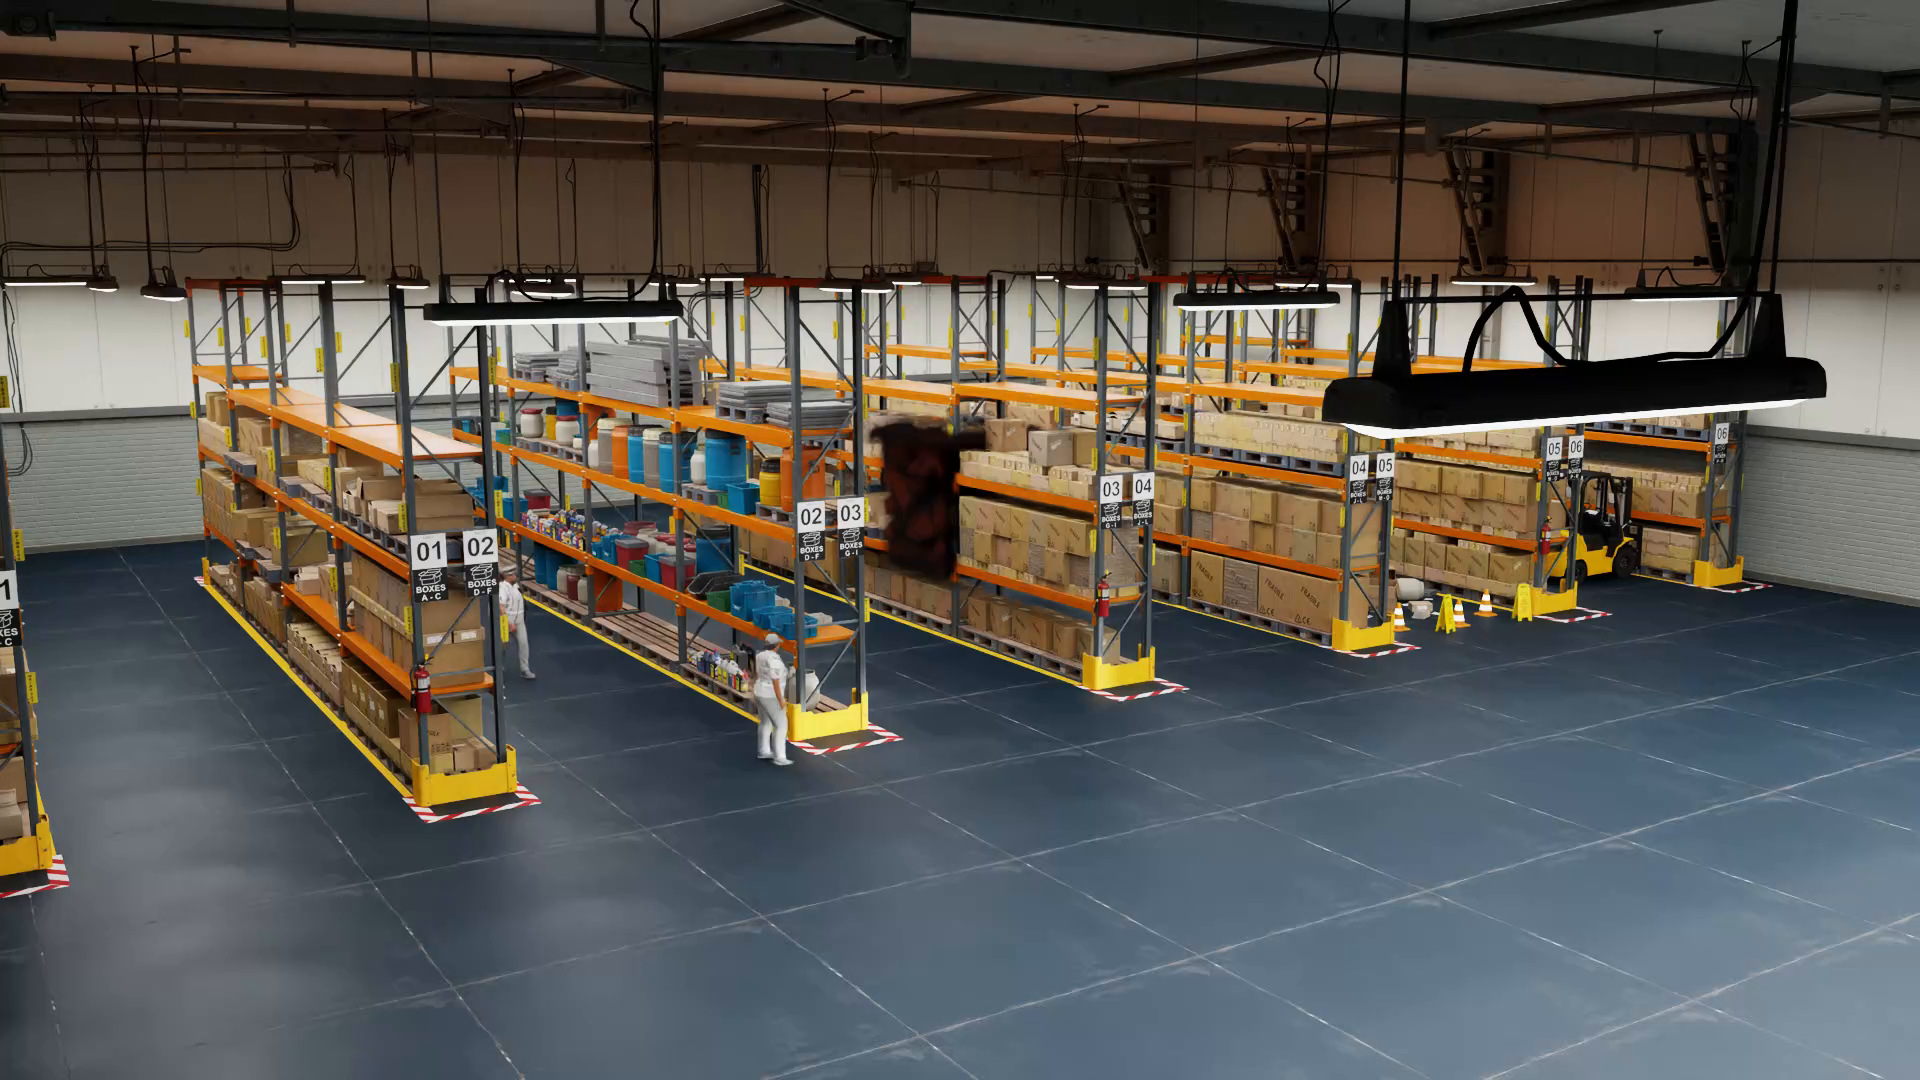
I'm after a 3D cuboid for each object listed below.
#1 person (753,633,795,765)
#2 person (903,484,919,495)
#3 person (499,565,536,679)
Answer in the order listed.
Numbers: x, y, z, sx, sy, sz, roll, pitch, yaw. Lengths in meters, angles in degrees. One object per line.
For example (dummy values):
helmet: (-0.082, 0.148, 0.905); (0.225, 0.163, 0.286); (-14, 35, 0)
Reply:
person: (-2.388, 2.020, 21.172); (0.450, 1.702, 0.521); (-4, 10, -23)
person: (-1.405, -1.988, 44.774); (0.478, 1.652, 0.564); (8, 13, 41)
person: (-6.877, 1.235, 25.455); (0.505, 1.721, 0.994); (-7, 12, -37)
